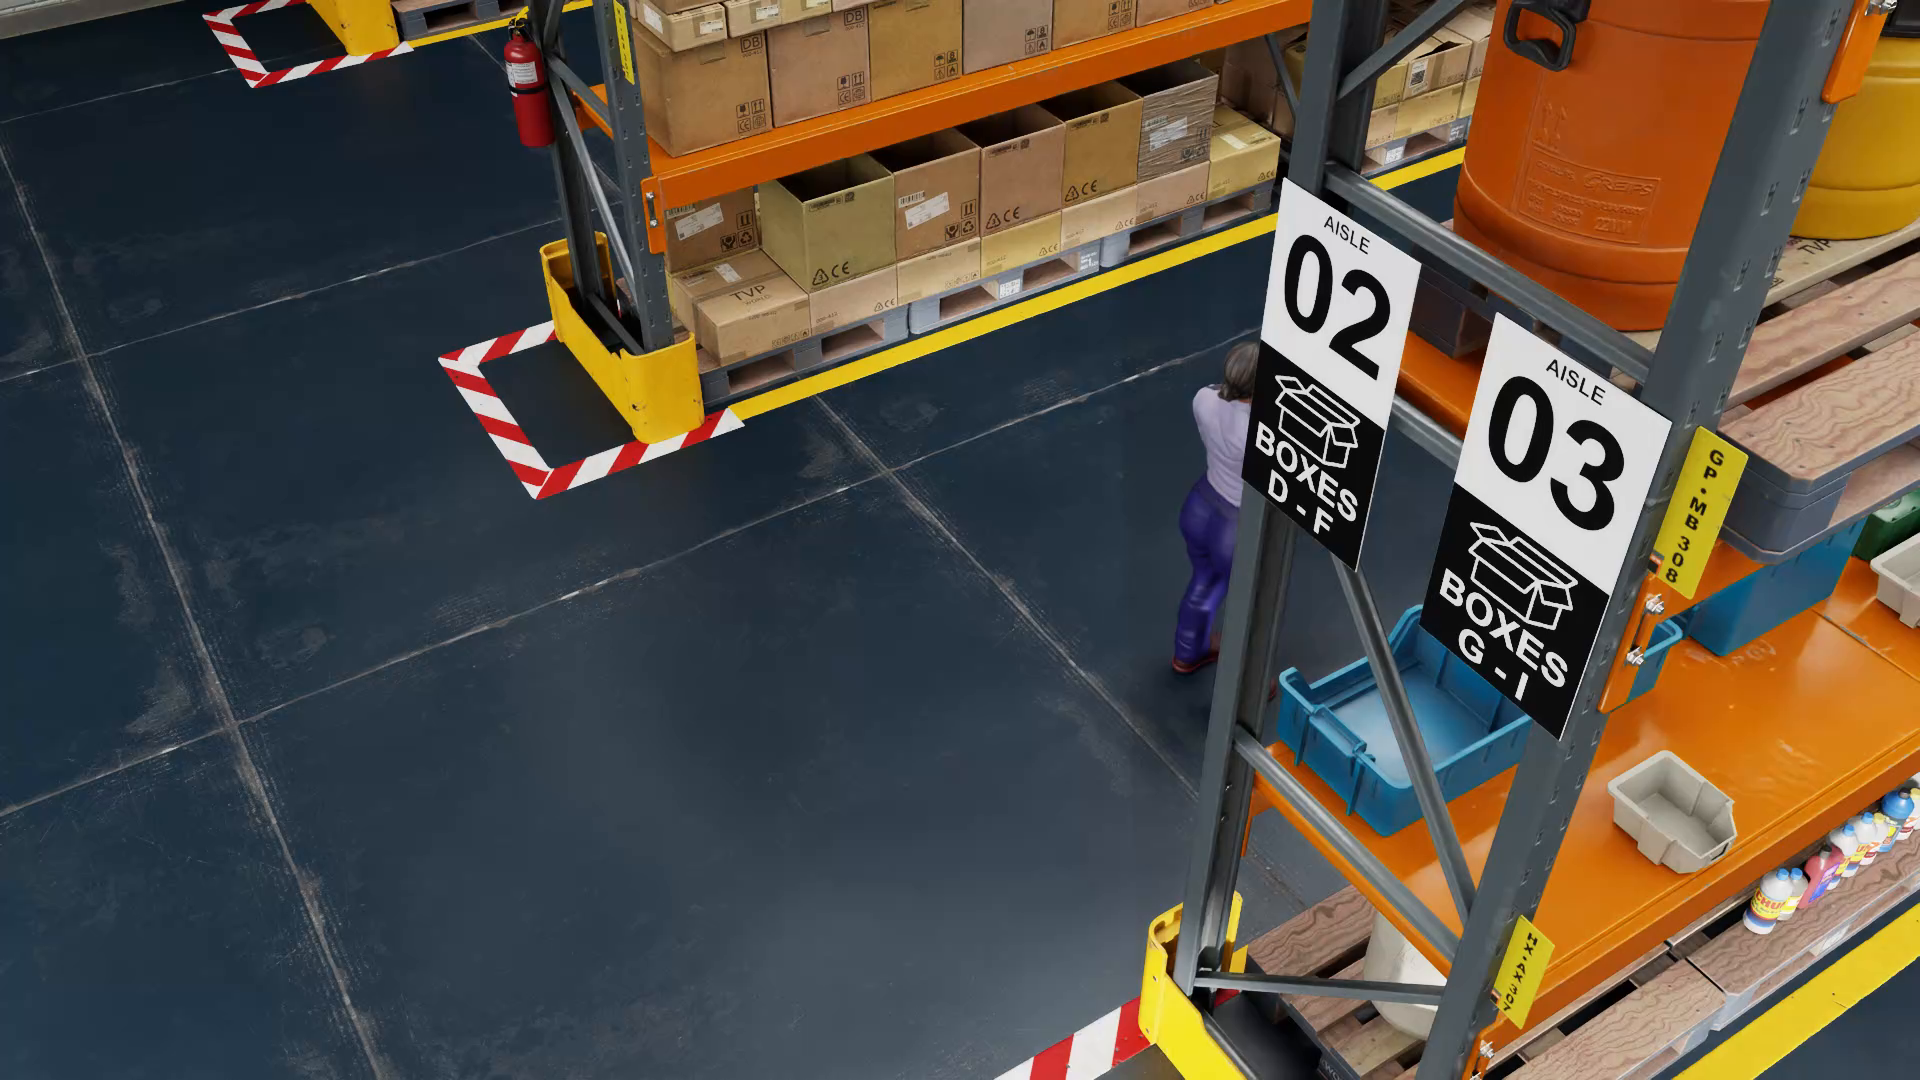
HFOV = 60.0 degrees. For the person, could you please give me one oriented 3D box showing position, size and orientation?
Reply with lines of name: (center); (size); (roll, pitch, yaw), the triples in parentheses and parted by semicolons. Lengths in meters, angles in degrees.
person: (1.042, -0.056, 6.238); (0.366, 1.638, 0.562); (-25, 47, -26)
